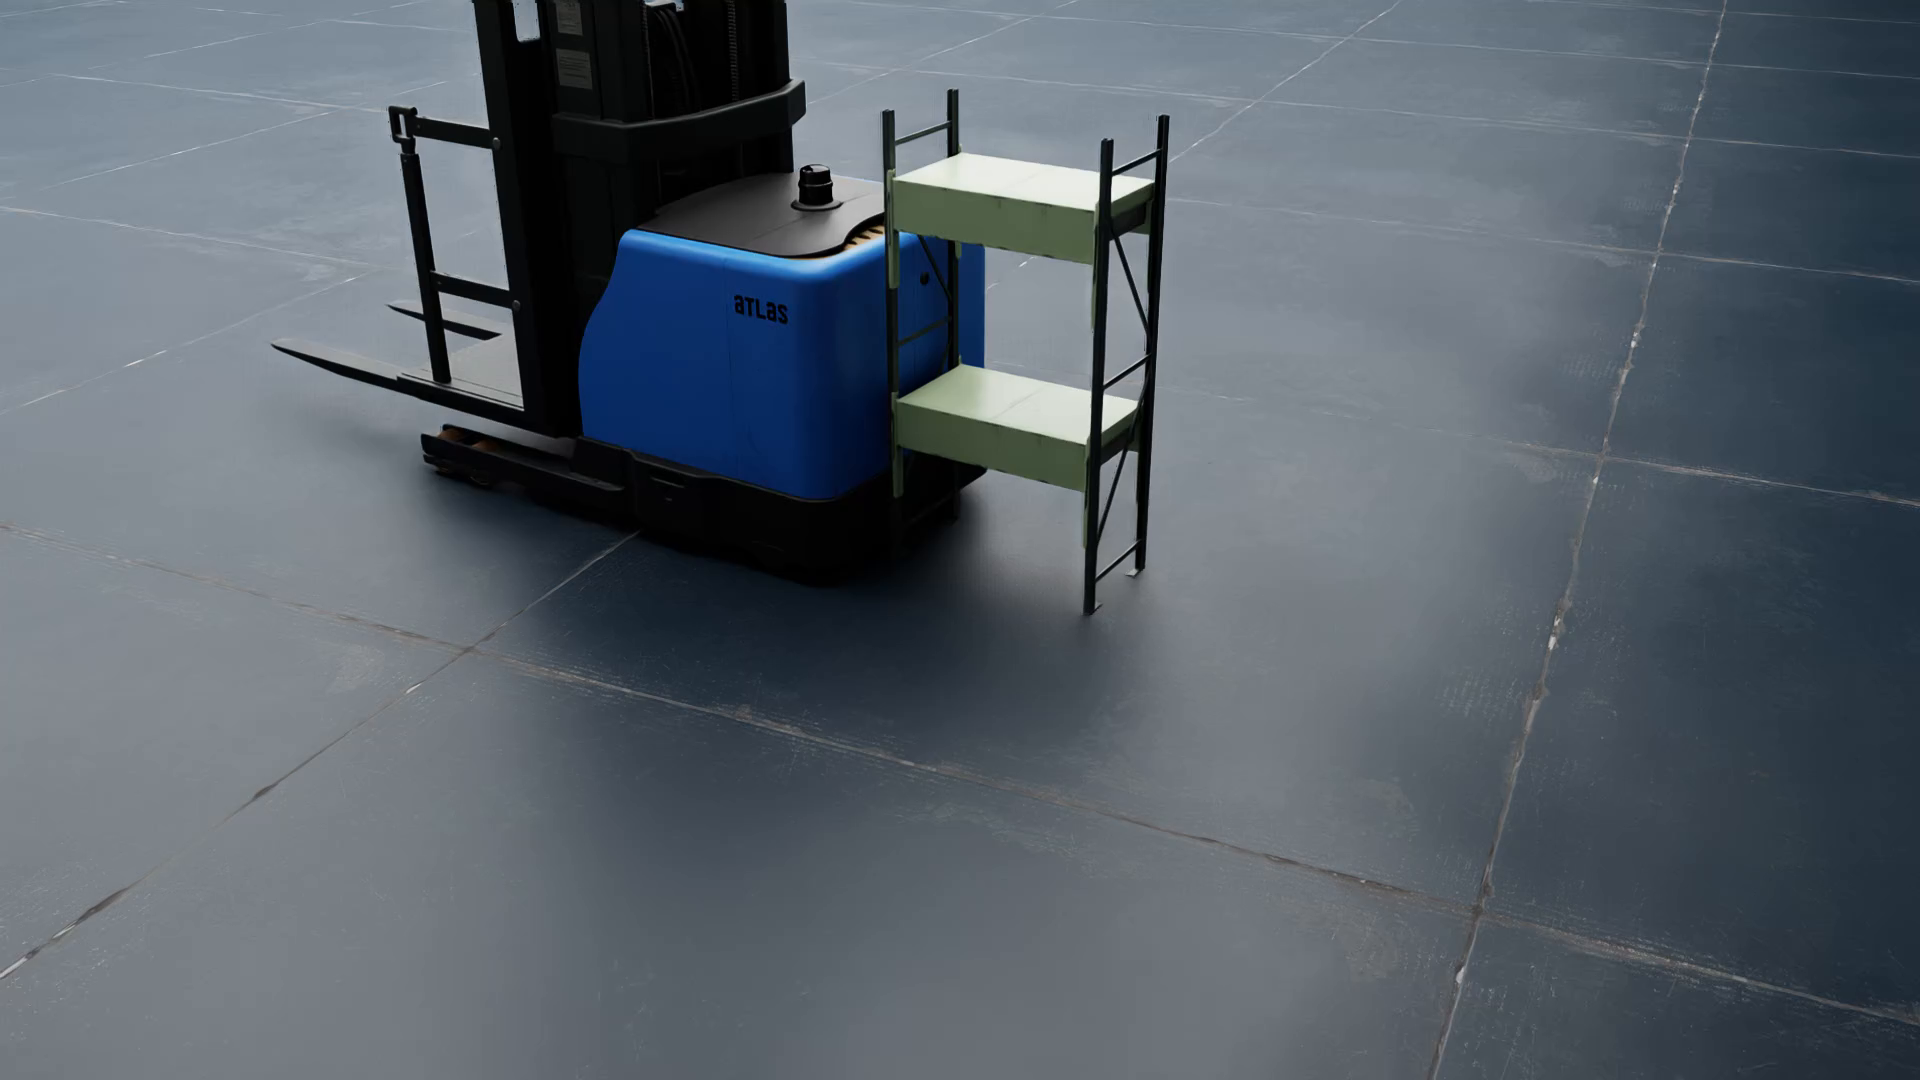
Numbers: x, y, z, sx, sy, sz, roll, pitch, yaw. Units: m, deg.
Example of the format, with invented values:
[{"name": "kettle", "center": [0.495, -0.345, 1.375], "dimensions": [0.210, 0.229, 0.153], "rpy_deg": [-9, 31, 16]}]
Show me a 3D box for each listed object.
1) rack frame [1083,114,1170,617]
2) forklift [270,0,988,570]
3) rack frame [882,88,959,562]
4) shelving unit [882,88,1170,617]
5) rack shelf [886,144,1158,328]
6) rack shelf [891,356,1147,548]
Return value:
[{"name": "rack frame", "center": [0.504, -0.508, 5.083], "dimensions": [0.023, 1.500, 0.400], "rpy_deg": [15, 30, 28]}, {"name": "forklift", "center": [-1.414, -1.696, 5.876], "dimensions": [3.031, 2.935, 1.130], "rpy_deg": [16, 30, 29]}, {"name": "rack frame", "center": [-0.118, -0.678, 5.428], "dimensions": [0.023, 1.500, 0.400], "rpy_deg": [15, 30, 28]}, {"name": "shelving unit", "center": [0.193, -0.593, 5.256], "dimensions": [0.755, 1.500, 0.431], "rpy_deg": [15, 30, 28]}, {"name": "rack shelf", "center": [0.193, -0.943, 5.083], "dimensions": [0.720, 0.370, 0.431], "rpy_deg": [15, 30, 28]}, {"name": "rack shelf", "center": [0.193, -0.300, 5.400], "dimensions": [0.720, 0.370, 0.431], "rpy_deg": [15, 30, 28]}]
